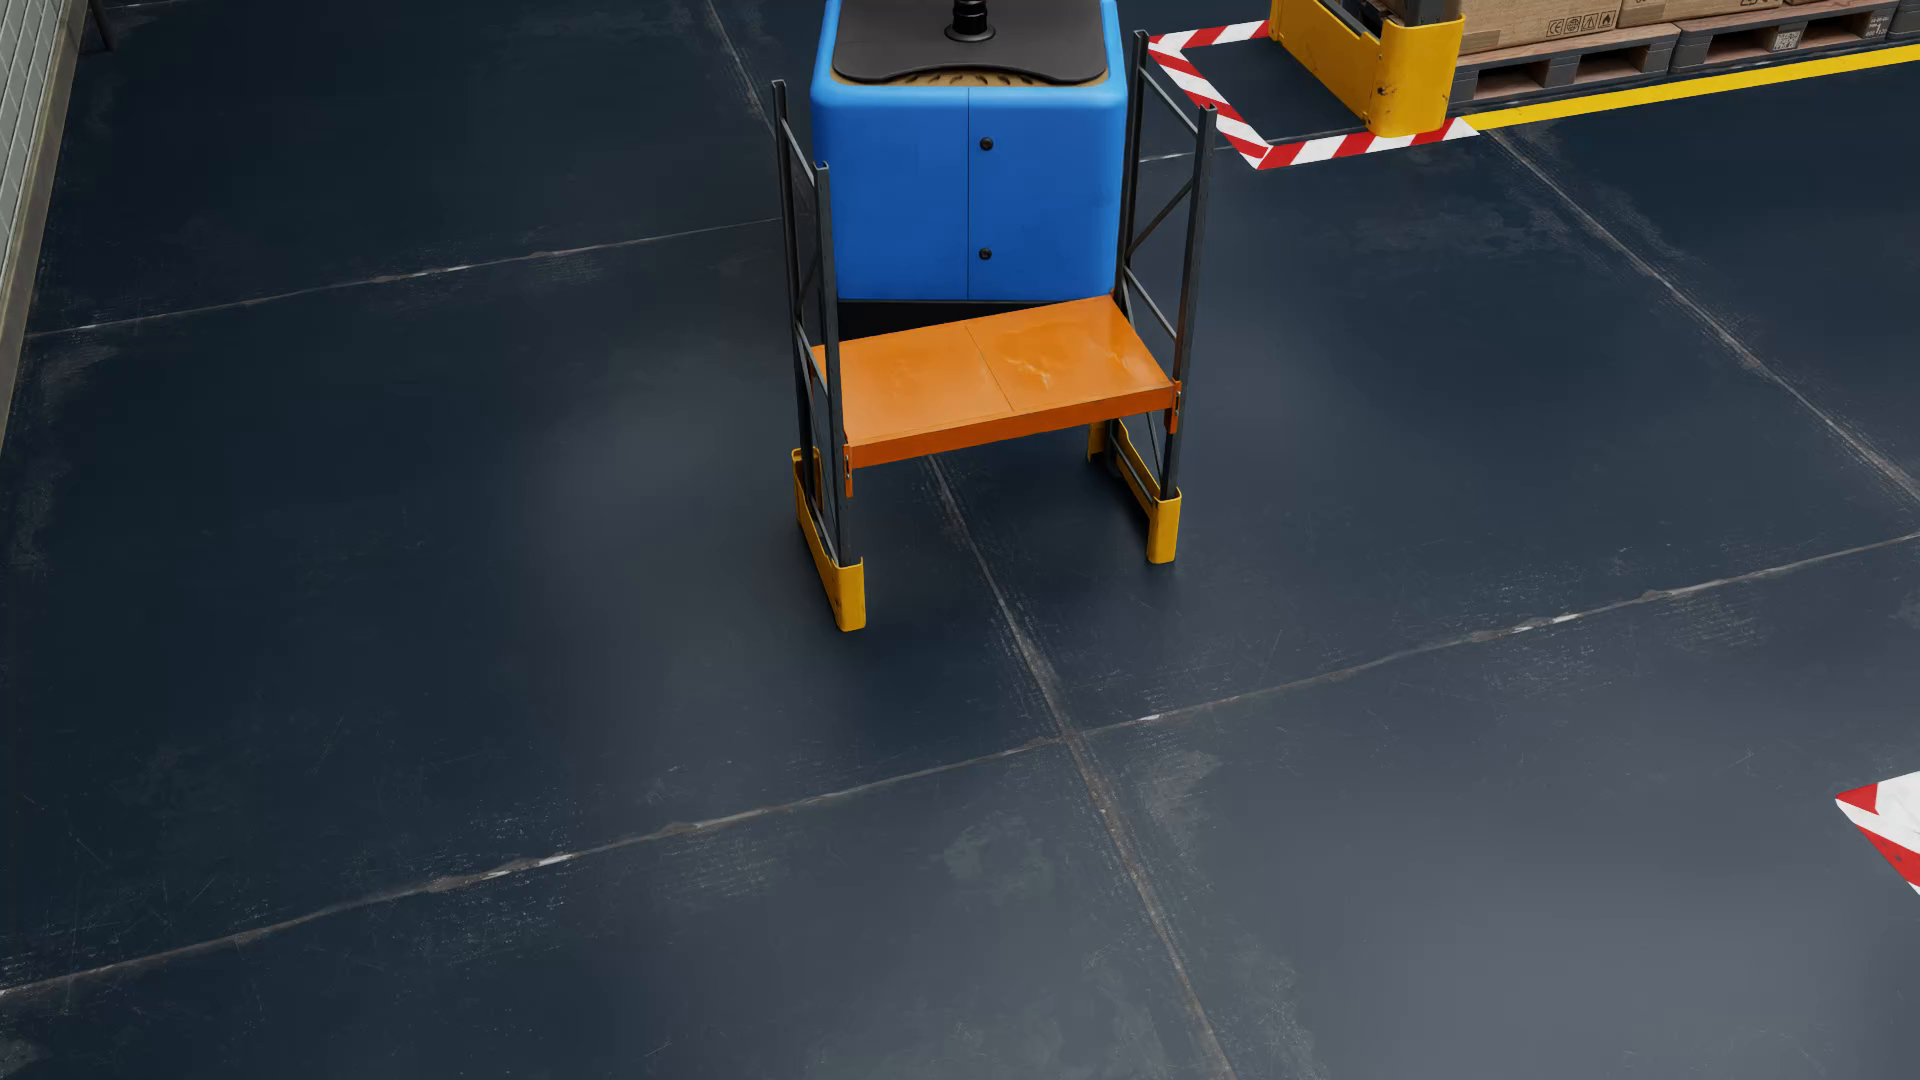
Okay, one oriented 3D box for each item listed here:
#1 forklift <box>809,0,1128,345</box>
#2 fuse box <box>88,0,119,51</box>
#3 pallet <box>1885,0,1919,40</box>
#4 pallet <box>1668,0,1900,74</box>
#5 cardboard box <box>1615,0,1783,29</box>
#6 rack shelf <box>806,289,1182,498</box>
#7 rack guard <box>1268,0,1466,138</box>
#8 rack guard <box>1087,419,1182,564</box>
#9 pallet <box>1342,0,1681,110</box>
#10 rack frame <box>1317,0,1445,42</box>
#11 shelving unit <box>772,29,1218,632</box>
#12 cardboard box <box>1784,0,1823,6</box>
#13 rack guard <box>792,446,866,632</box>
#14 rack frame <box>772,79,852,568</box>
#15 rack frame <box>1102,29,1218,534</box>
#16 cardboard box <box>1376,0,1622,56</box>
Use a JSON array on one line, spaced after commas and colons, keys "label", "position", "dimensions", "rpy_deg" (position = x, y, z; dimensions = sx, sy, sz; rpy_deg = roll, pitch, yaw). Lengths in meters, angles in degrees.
[{"label": "forklift", "position": [0.050, -2.681, 6.091], "dimensions": [1.130, 2.935, 3.031], "rpy_deg": [1, 41, 1]}, {"label": "fuse box", "position": [-4.027, -3.011, 7.396], "dimensions": [0.414, 1.711, 0.539], "rpy_deg": [-12, 42, -13]}, {"label": "pallet", "position": [4.903, -2.918, 8.429], "dimensions": [1.213, 0.211, 1.003], "rpy_deg": [-12, 42, -13]}, {"label": "pallet", "position": [3.737, -2.674, 8.150], "dimensions": [1.213, 0.211, 1.003], "rpy_deg": [-12, 42, -13]}, {"label": "cardboard box", "position": [3.306, -2.851, 7.862], "dimensions": [0.875, 0.438, 0.875], "rpy_deg": [-11, 42, -12]}, {"label": "rack shelf", "position": [0.081, -0.446, 4.894], "dimensions": [1.000, 0.185, 0.538], "rpy_deg": [-12, 42, -13]}, {"label": "rack guard", "position": [1.814, -2.332, 7.540], "dimensions": [0.348, 0.500, 1.175], "rpy_deg": [-12, 42, -13]}, {"label": "rack guard", "position": [0.548, -0.208, 5.298], "dimensions": [0.087, 0.250, 0.587], "rpy_deg": [-12, 42, -13]}, {"label": "pallet", "position": [2.576, -2.435, 7.877], "dimensions": [1.213, 0.211, 1.003], "rpy_deg": [-12, 42, -13]}, {"label": "rack frame", "position": [1.837, -3.278, 6.723], "dimensions": [0.127, 3.000, 1.000], "rpy_deg": [-12, 42, -13]}, {"label": "shelving unit", "position": [0.073, -0.580, 4.774], "dimensions": [1.083, 1.500, 0.587], "rpy_deg": [-12, 42, -13]}, {"label": "cardboard box", "position": [4.167, -3.028, 8.064], "dimensions": [0.875, 0.438, 0.875], "rpy_deg": [-13, 43, -14]}, {"label": "rack guard", "position": [-0.402, -0.011, 5.072], "dimensions": [0.087, 0.250, 0.587], "rpy_deg": [-12, 42, -13]}, {"label": "rack frame", "position": [-0.403, -0.481, 4.661], "dimensions": [0.032, 1.500, 0.500], "rpy_deg": [-12, 42, -13]}, {"label": "rack frame", "position": [0.566, -0.682, 4.891], "dimensions": [0.032, 1.500, 0.500], "rpy_deg": [-12, 42, -13]}, {"label": "cardboard box", "position": [2.436, -2.665, 7.649], "dimensions": [0.875, 0.438, 0.875], "rpy_deg": [-13, 43, -15]}]
